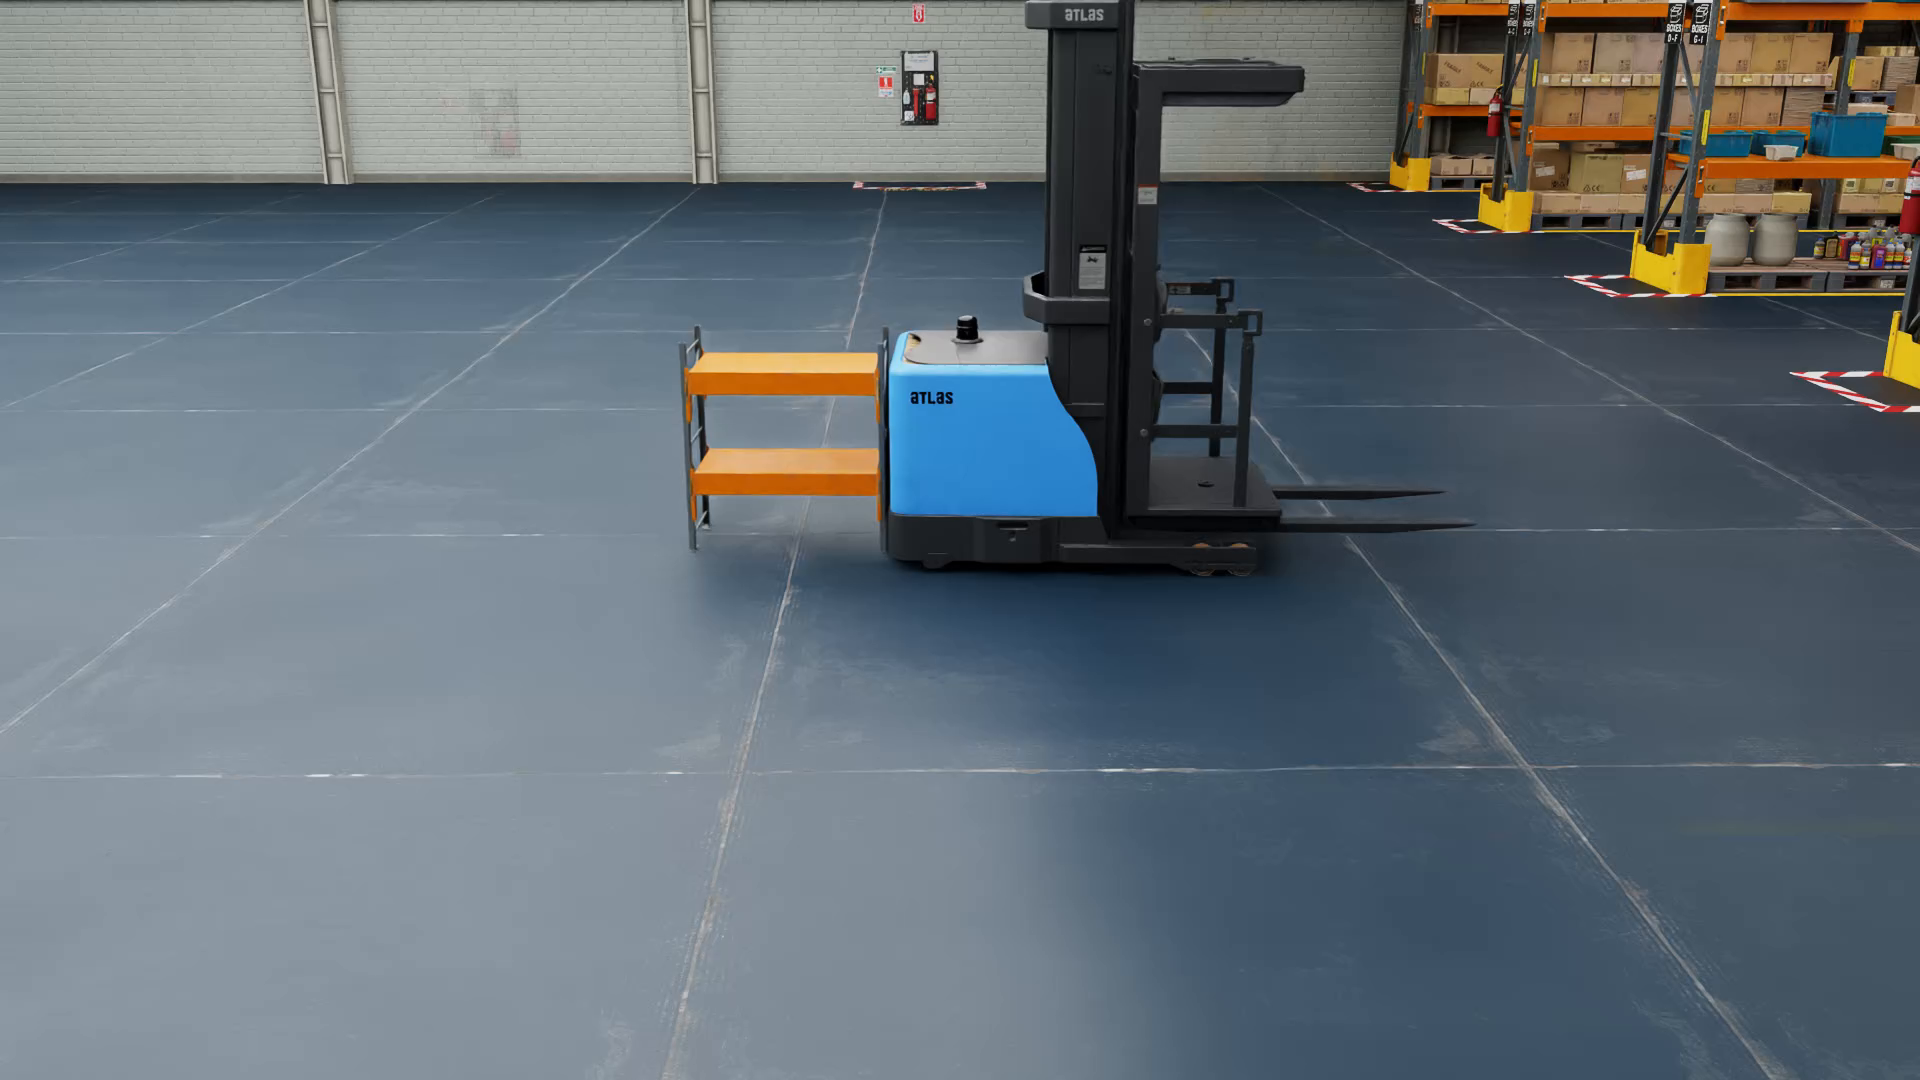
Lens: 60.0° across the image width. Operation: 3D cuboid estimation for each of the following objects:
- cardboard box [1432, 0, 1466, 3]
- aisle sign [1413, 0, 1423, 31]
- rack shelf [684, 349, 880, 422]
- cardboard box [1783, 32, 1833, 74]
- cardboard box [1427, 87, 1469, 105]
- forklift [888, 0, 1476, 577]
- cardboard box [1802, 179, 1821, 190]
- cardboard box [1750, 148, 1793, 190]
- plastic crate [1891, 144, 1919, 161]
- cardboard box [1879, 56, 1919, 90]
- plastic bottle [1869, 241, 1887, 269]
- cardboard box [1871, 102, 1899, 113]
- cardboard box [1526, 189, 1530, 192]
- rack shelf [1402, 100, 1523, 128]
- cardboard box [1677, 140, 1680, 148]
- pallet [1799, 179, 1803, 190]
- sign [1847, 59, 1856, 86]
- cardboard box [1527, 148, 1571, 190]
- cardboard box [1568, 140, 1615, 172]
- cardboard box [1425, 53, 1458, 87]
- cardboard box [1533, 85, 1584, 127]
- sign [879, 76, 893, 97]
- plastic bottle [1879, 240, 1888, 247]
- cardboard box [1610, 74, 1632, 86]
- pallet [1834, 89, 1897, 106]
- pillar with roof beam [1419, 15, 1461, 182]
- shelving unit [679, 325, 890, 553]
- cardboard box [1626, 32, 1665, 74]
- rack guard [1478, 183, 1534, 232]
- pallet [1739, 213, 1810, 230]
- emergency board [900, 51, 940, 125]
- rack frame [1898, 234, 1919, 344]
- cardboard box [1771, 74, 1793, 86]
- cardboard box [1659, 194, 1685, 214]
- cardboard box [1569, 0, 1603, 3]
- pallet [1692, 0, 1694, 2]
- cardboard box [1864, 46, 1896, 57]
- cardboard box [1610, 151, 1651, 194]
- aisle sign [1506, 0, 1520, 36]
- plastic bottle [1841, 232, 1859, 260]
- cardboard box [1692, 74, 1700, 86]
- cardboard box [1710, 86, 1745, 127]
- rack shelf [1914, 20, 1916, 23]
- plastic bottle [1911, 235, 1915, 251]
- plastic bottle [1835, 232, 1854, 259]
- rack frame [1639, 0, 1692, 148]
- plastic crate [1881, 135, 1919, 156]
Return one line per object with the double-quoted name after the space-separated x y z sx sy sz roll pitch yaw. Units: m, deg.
7.471 -8.510 25.557 0.500 0.500 0.500 0 18 1 "cardboard box"
7.065 -8.245 25.583 0.004 0.787 0.394 0 18 -1 "aisle sign"
-0.911 -0.823 8.814 1.000 0.278 0.538 0 18 1 "rack shelf"
10.770 -6.267 21.384 0.500 0.500 0.700 0 18 -1 "cardboard box"
7.626 -6.942 25.991 0.500 0.250 0.500 -1 18 -2 "cardboard box"
1.154 -1.374 8.533 3.031 2.935 1.130 0 18 1 "forklift"
11.614 -4.853 22.160 0.500 0.311 0.500 0 18 -1 "cardboard box"
10.745 -4.946 22.143 0.500 0.500 0.500 0 18 -1 "cardboard box"
9.669 -3.882 16.669 0.437 0.136 0.530 0 18 -1 "plastic crate"
14.662 -7.389 26.288 0.500 0.500 0.700 -2 18 -7 "cardboard box"
9.333 -2.898 16.899 0.133 0.283 0.061 0 18 0 "plastic bottle"
12.090 -5.602 21.819 0.258 0.266 0.396 -1 18 -2 "cardboard box"
7.746 -4.570 22.196 0.500 0.250 0.500 0 18 -1 "cardboard box"
9.132 -6.766 26.407 4.000 0.370 1.077 0 18 -1 "rack shelf"
11.868 -6.146 26.668 0.500 0.500 0.700 0 18 1 "cardboard box"
13.133 -5.801 26.787 1.213 0.211 1.003 0 18 -1 "pallet"
11.224 -5.886 20.938 0.005 0.325 0.100 0 18 -1 "sign"
7.746 -4.927 22.083 0.500 0.500 0.500 0 18 -1 "cardboard box"
10.095 -6.120 26.588 0.500 0.500 0.500 -2 18 -5 "cardboard box"
7.601 -7.461 26.381 0.500 0.500 0.500 0 18 -1 "cardboard box"
7.681 -5.632 21.530 0.500 0.500 0.700 0 18 -1 "cardboard box"
-1.206 -7.383 27.094 0.234 0.329 0.001 0 18 -1 "sign"
9.721 -3.052 17.511 0.097 0.201 0.097 0 18 0 "plastic bottle"
8.376 -5.882 21.247 0.250 0.149 0.380 -1 18 -2 "cardboard box"
14.421 -7.010 26.304 1.003 0.211 1.213 0 18 -1 "pallet"
7.887 -8.908 22.086 0.400 9.000 9.100 0 18 -1 "pillar with roof beam"
-0.911 -0.544 8.903 1.048 1.125 0.538 0 18 1 "shelving unit"
8.764 -6.257 21.354 0.500 0.500 0.700 0 18 -1 "cardboard box"
7.191 -4.396 21.932 0.348 0.500 1.175 0 18 -1 "rack guard"
10.418 -4.287 22.064 1.213 0.211 1.003 0 18 -1 "pallet"
-0.652 -7.337 27.010 0.643 1.169 0.194 0 18 -1 "emergency board"
7.367 -2.560 12.119 0.127 3.000 1.000 0 18 -1 "rack frame"
10.436 -5.892 21.280 0.250 0.149 0.380 -1 18 -2 "cardboard box"
9.254 -4.418 21.723 0.500 0.250 0.500 0 18 -1 "cardboard box"
9.572 -8.513 25.567 0.500 0.500 0.500 -1 18 -3 "cardboard box"
11.751 -8.428 25.805 1.003 0.211 1.213 0 18 -1 "pallet"
14.466 -7.687 26.153 0.250 0.149 0.380 -3 18 -10 "cardboard box"
8.754 -4.778 21.617 0.500 0.500 0.500 0 18 -1 "cardboard box"
7.144 -6.913 21.432 0.004 0.787 0.394 0 18 -1 "aisle sign"
9.373 -3.092 17.503 0.133 0.283 0.061 0 18 -1 "plastic bottle"
9.410 -5.887 21.264 0.250 0.149 0.380 0 18 1 "cardboard box"
9.741 -5.643 21.565 0.500 0.500 0.700 0 18 0 "cardboard box"
17.131 -8.233 26.069 4.000 0.370 1.077 0 18 -1 "rack shelf"
10.120 -3.142 17.659 0.133 0.283 0.061 1 18 2 "plastic bottle"
9.371 -3.121 17.606 0.135 0.276 0.152 0 18 0 "plastic bottle"
11.132 -7.118 26.327 0.127 3.000 1.000 0 18 -1 "rack frame"
9.927 -4.071 17.175 0.662 0.188 0.450 0 18 -1 "plastic crate"
